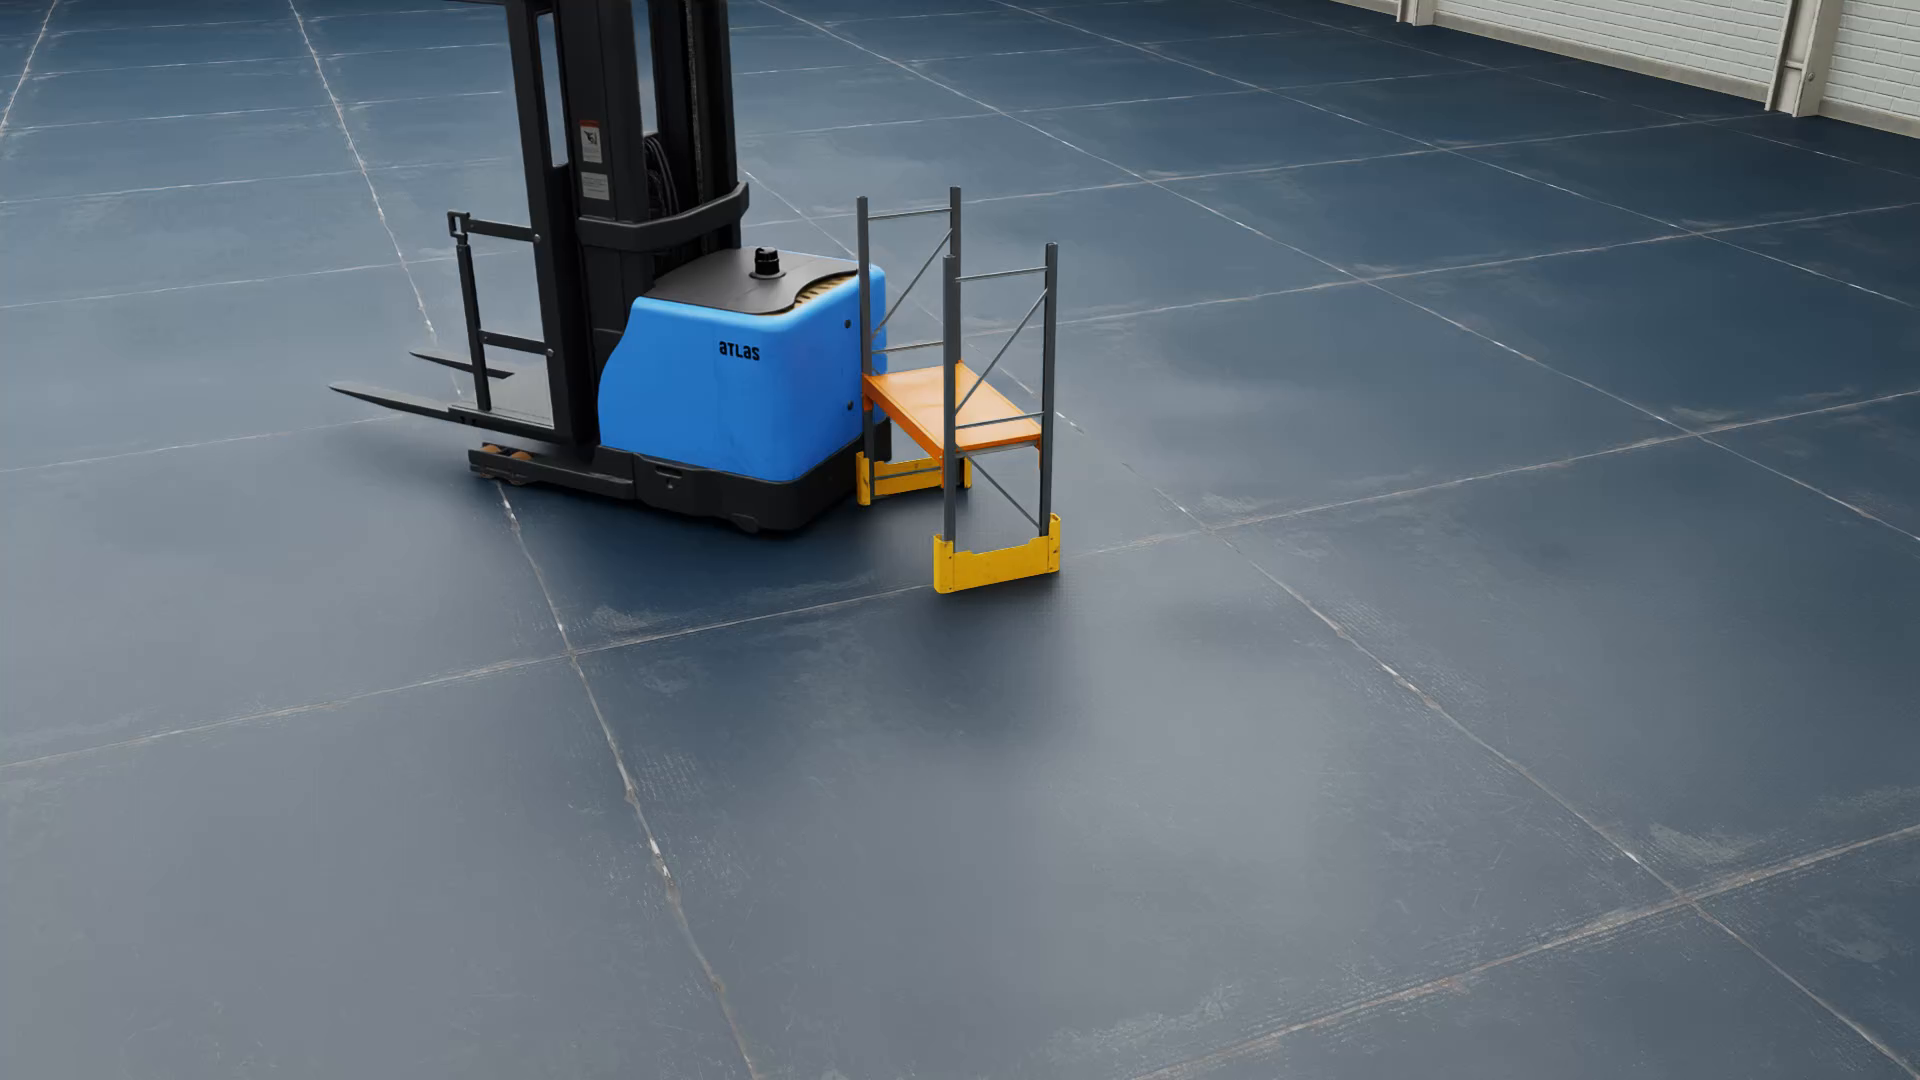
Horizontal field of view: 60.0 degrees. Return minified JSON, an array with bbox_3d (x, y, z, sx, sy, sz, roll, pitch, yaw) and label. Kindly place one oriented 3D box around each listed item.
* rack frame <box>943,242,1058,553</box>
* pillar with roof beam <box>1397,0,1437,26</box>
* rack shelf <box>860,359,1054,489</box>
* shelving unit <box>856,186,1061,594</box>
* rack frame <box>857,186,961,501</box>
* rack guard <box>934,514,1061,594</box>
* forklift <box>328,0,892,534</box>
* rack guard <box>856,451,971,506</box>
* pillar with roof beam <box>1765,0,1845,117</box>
[{"bbox_3d":[0.166,-0.503,7.071,0.500,1.500,0.032,-11,28,-21],"label":"rack frame"},{"bbox_3d":[1.888,-9.946,17.864,9.100,9.000,0.400,-11,28,-21],"label":"pillar with roof beam"},{"bbox_3d":[-0.033,-0.547,7.570,0.538,0.185,1.000,-11,28,-21],"label":"rack shelf"},{"bbox_3d":[-0.029,-0.705,7.484,0.587,1.500,1.083,-11,28,-21],"label":"shelving unit"},{"bbox_3d":[-0.232,-0.914,7.912,0.500,1.500,0.032,-11,28,-21],"label":"rack frame"},{"bbox_3d":[0.166,0.058,7.346,0.587,0.250,0.087,-11,28,-21],"label":"rack guard"},{"bbox_3d":[-1.898,-1.781,8.057,3.031,2.935,1.130,12,29,24],"label":"forklift"},{"bbox_3d":[-0.224,-0.344,8.170,0.587,0.250,0.087,-11,28,-21],"label":"rack guard"},{"bbox_3d":[4.238,-7.524,12.903,9.100,9.000,0.400,-11,28,-21],"label":"pillar with roof beam"}]
